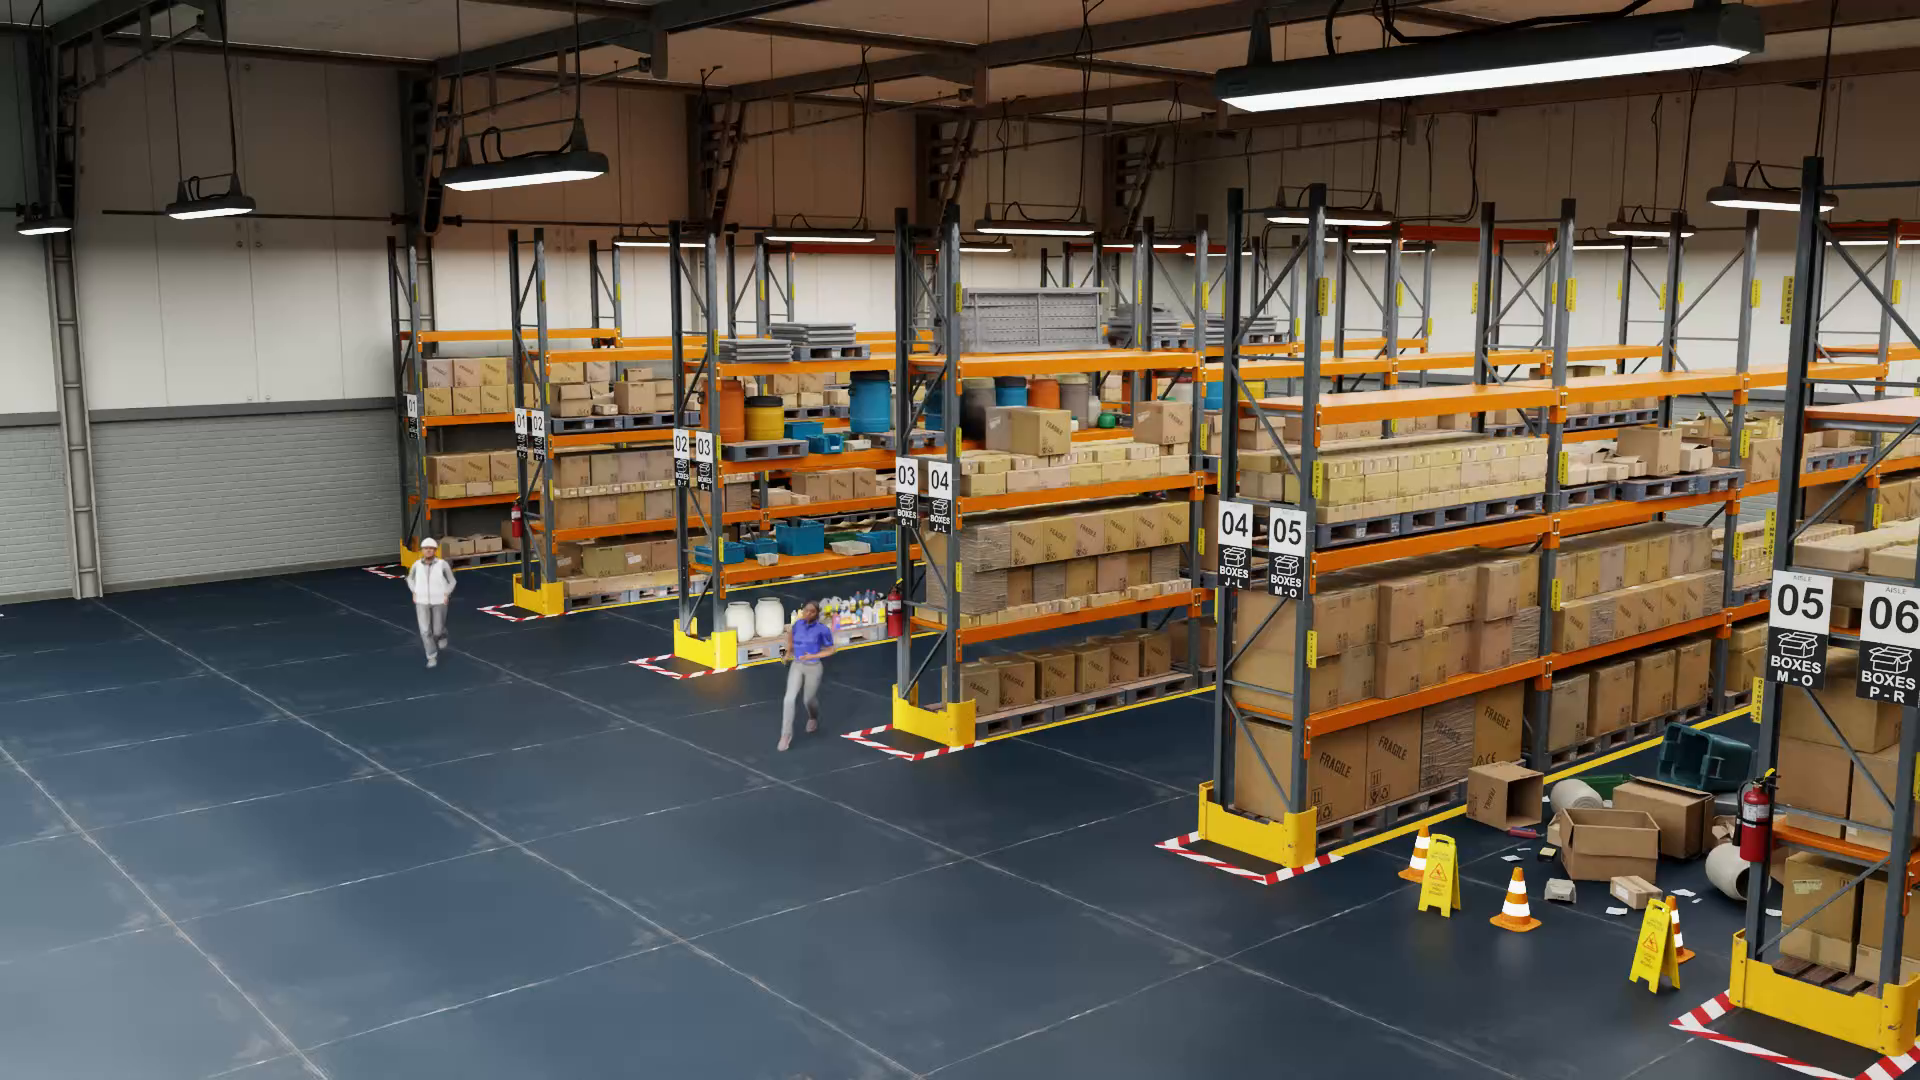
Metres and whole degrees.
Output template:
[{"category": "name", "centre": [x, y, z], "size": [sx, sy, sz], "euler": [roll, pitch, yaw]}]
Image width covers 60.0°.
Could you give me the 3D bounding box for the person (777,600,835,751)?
[{"category": "person", "centre": [-1.703, 1.540, 18.792], "size": [0.603, 1.574, 0.876], "euler": [3, 9, 17]}]

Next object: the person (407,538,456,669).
[{"category": "person", "centre": [-7.222, 0.839, 22.735], "size": [0.661, 1.748, 0.722], "euler": [-1, 9, -9]}]
